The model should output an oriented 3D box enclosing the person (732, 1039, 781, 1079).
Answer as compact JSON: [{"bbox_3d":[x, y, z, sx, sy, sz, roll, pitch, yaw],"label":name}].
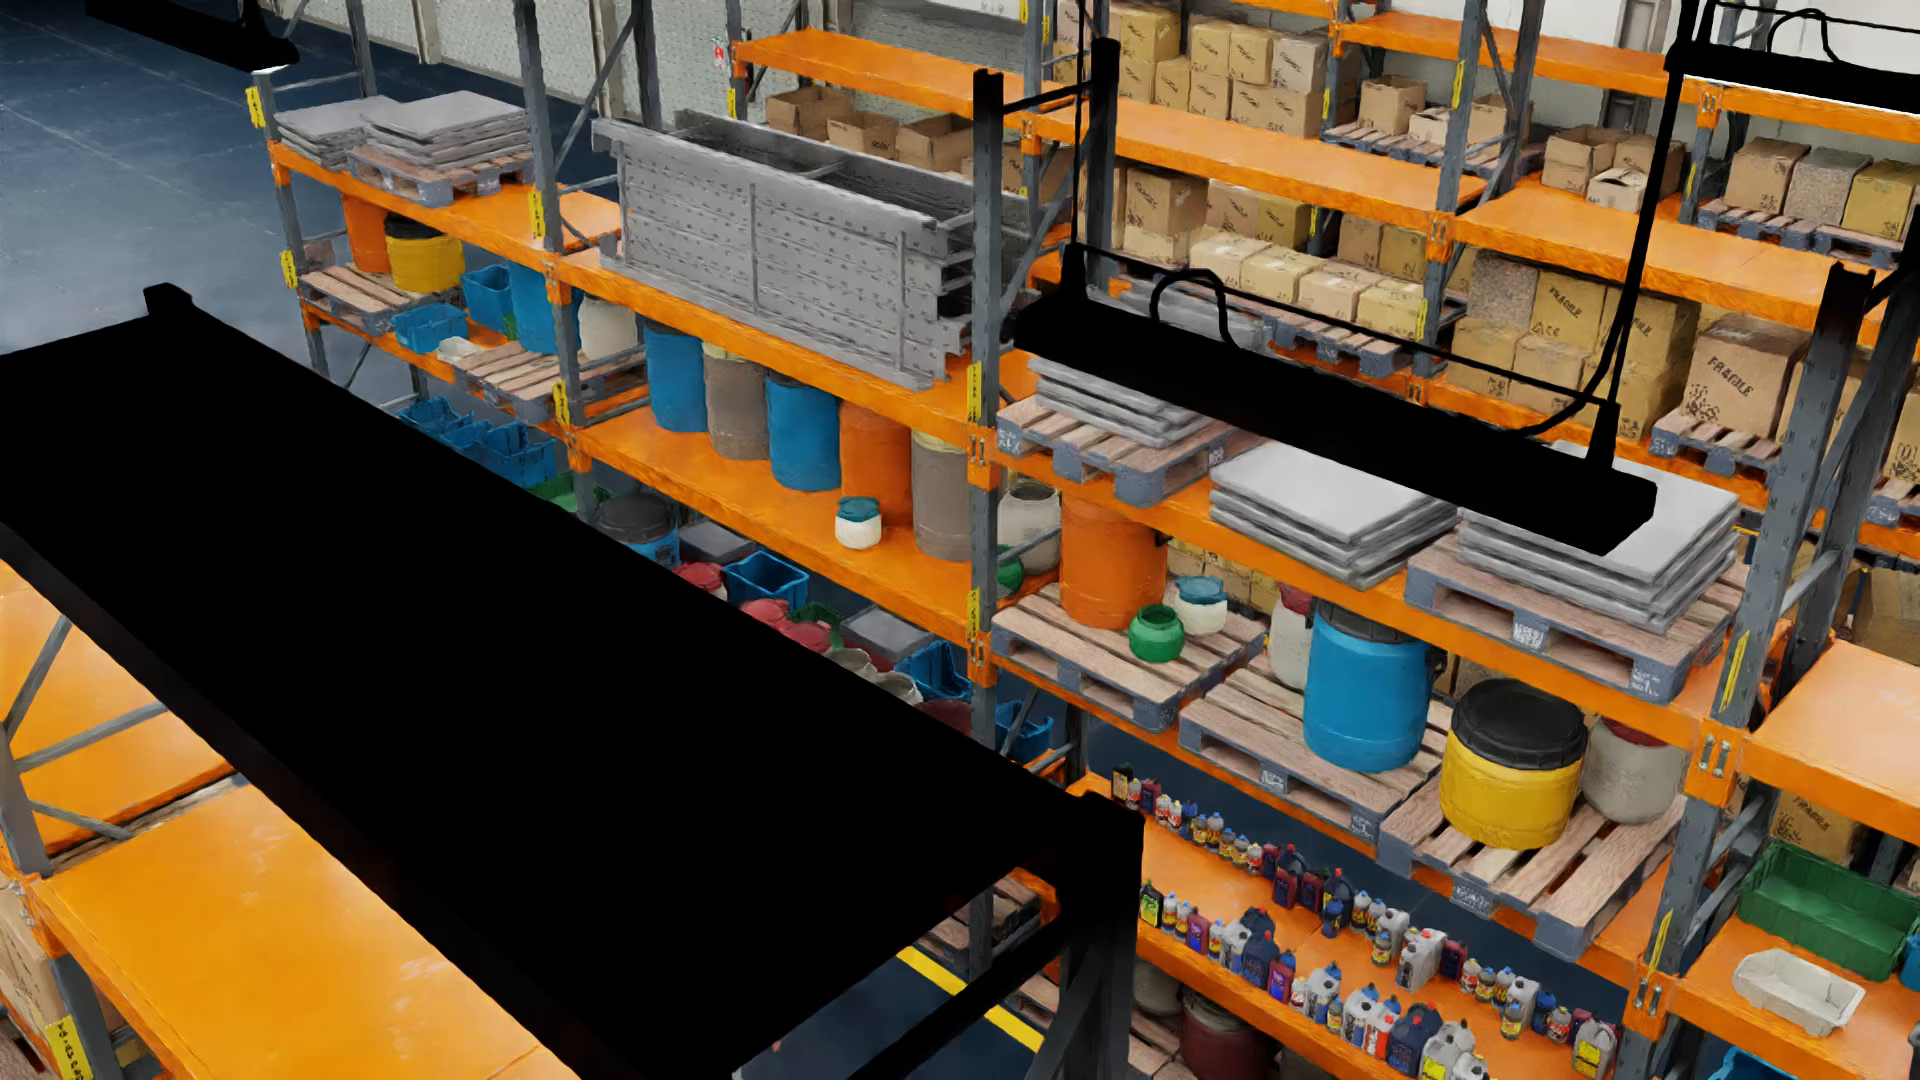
[{"bbox_3d":[-1.408,2.799,9.513,1.040,1.712,0.556,24,37,36],"label":"person"}]
